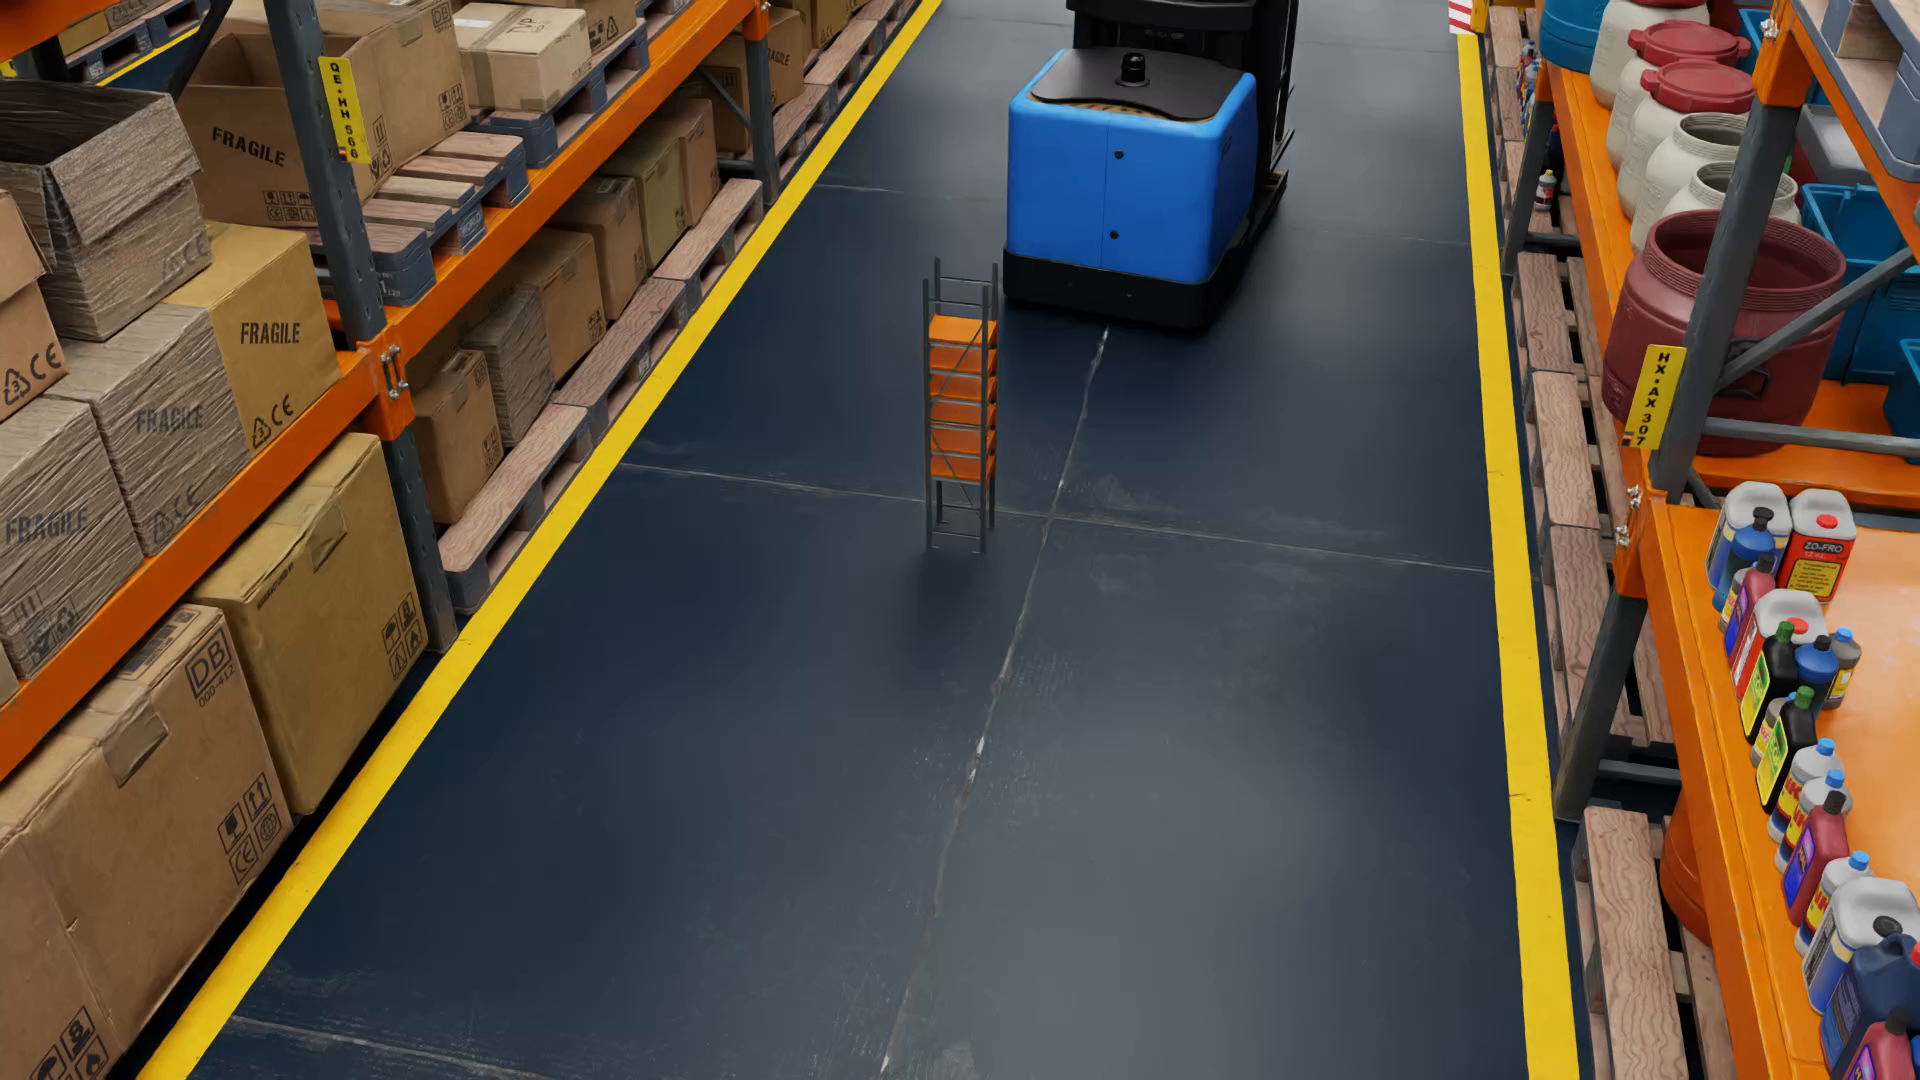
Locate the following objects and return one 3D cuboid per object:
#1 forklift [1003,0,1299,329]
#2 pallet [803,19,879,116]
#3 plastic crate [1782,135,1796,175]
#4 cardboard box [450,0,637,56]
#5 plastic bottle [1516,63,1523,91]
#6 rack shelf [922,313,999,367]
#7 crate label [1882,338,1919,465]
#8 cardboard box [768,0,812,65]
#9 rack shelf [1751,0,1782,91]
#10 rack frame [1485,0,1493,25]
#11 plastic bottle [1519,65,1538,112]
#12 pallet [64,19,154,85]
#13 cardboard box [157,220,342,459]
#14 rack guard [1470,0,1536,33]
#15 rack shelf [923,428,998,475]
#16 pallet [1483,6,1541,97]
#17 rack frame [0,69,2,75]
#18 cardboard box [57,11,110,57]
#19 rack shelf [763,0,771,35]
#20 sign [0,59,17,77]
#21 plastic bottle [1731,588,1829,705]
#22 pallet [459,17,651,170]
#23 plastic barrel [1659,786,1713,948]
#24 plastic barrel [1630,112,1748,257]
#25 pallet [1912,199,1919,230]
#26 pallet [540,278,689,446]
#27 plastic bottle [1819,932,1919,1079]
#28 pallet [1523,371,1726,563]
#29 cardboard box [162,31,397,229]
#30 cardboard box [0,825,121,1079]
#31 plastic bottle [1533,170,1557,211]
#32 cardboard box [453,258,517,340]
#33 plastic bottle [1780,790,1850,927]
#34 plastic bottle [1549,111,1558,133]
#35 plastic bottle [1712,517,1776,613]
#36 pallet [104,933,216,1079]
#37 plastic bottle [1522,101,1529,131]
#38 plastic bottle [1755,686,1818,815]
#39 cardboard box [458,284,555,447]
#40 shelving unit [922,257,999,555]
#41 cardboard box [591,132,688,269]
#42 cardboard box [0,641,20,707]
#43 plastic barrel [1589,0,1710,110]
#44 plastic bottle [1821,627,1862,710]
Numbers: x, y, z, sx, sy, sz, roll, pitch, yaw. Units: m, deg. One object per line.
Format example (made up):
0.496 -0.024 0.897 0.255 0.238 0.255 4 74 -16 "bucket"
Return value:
1.209 -3.071 8.490 1.130 2.935 3.031 12 38 17 "forklift"
-1.162 -3.138 10.899 1.003 0.211 1.213 7 37 10 "pallet"
3.213 -1.435 6.355 0.450 0.188 0.662 7 37 10 "plastic crate"
-1.809 -2.382 7.035 0.797 0.503 0.637 11 37 15 "cardboard box"
3.450 -2.833 10.113 0.097 0.201 0.097 0 36 0 "plastic bottle"
0.003 -0.750 6.224 0.258 0.103 0.180 7 37 10 "rack shelf"
2.911 -0.388 4.872 0.303 0.233 0.416 7 37 10 "crate label"
-1.234 -3.253 10.454 0.500 0.500 0.500 4 36 6 "cardboard box"
2.882 -2.331 5.468 1.077 0.370 4.000 7 37 10 "rack shelf"
4.164 -4.848 10.883 1.000 3.000 0.127 7 37 10 "rack frame"
3.378 -2.667 9.824 0.097 0.271 0.097 0 36 0 "plastic bottle"
-6.114 -3.152 10.920 1.003 0.211 1.213 7 37 10 "pallet"
-2.247 -0.609 4.949 0.500 0.500 0.500 8 37 11 "cardboard box"
4.194 -3.786 11.548 1.175 0.500 0.348 7 37 10 "rack guard"
0.003 -0.361 6.506 0.258 0.103 0.180 7 37 10 "rack shelf"
4.015 -3.204 10.991 1.003 0.211 1.213 7 37 10 "pallet"
-6.353 -3.855 9.513 1.000 3.000 0.127 7 37 10 "rack frame"
-6.150 -3.517 10.499 0.875 0.875 0.875 8 37 11 "cardboard box"
-1.102 -4.031 10.369 1.077 0.370 4.000 7 37 10 "rack shelf"
-2.916 -1.382 5.181 0.100 0.325 0.005 7 37 10 "sign"
1.948 0.261 3.939 0.152 0.276 0.135 7 37 10 "plastic bottle"
-2.001 -1.945 7.041 1.003 0.211 1.213 7 37 10 "pallet"
2.367 0.730 4.679 0.600 0.830 0.708 7 37 10 "plastic barrel"
2.556 -1.165 5.706 0.421 0.512 0.421 0 36 0 "plastic barrel"
1.912 -0.219 2.101 1.003 0.211 1.213 7 37 10 "pallet"
-1.952 -0.898 7.810 1.003 0.211 1.213 7 37 10 "pallet"
1.713 0.852 3.060 0.144 0.351 0.185 7 37 10 "plastic bottle"
2.921 -0.269 6.941 1.003 0.211 1.213 7 37 10 "pallet"
-2.307 -1.408 5.693 0.500 0.500 0.500 3 36 4 "cardboard box"
-2.931 1.219 3.964 1.225 0.875 0.875 6 36 8 "cardboard box"
3.083 -1.847 8.752 0.097 0.201 0.097 0 36 0 "plastic bottle"
-2.166 -1.045 6.752 0.500 0.250 0.500 11 37 15 "cardboard box"
1.756 0.650 3.397 0.061 0.283 0.133 7 37 10 "plastic bottle"
3.207 -2.176 9.078 0.144 0.351 0.185 6 36 8 "plastic bottle"
1.995 0.061 4.219 0.097 0.271 0.097 0 36 0 "plastic bottle"
-2.888 1.386 4.657 1.003 0.211 1.213 7 37 10 "pallet"
3.313 -2.464 9.604 0.097 0.201 0.097 0 36 0 "plastic bottle"
1.826 0.462 3.656 0.061 0.283 0.133 7 37 10 "plastic bottle"
-2.154 -0.755 6.990 0.700 0.500 0.500 4 36 6 "cardboard box"
0.003 -0.494 6.409 0.258 1.200 0.189 7 37 10 "shelving unit"
-1.802 -1.721 8.324 0.700 0.500 0.500 7 37 10 "cardboard box"
-2.576 0.266 3.742 0.500 0.500 0.500 8 37 11 "cardboard box"
2.891 -2.089 6.960 0.433 0.535 0.433 0 36 0 "plastic barrel"
2.074 0.297 3.954 0.097 0.201 0.097 0 36 0 "plastic bottle"
